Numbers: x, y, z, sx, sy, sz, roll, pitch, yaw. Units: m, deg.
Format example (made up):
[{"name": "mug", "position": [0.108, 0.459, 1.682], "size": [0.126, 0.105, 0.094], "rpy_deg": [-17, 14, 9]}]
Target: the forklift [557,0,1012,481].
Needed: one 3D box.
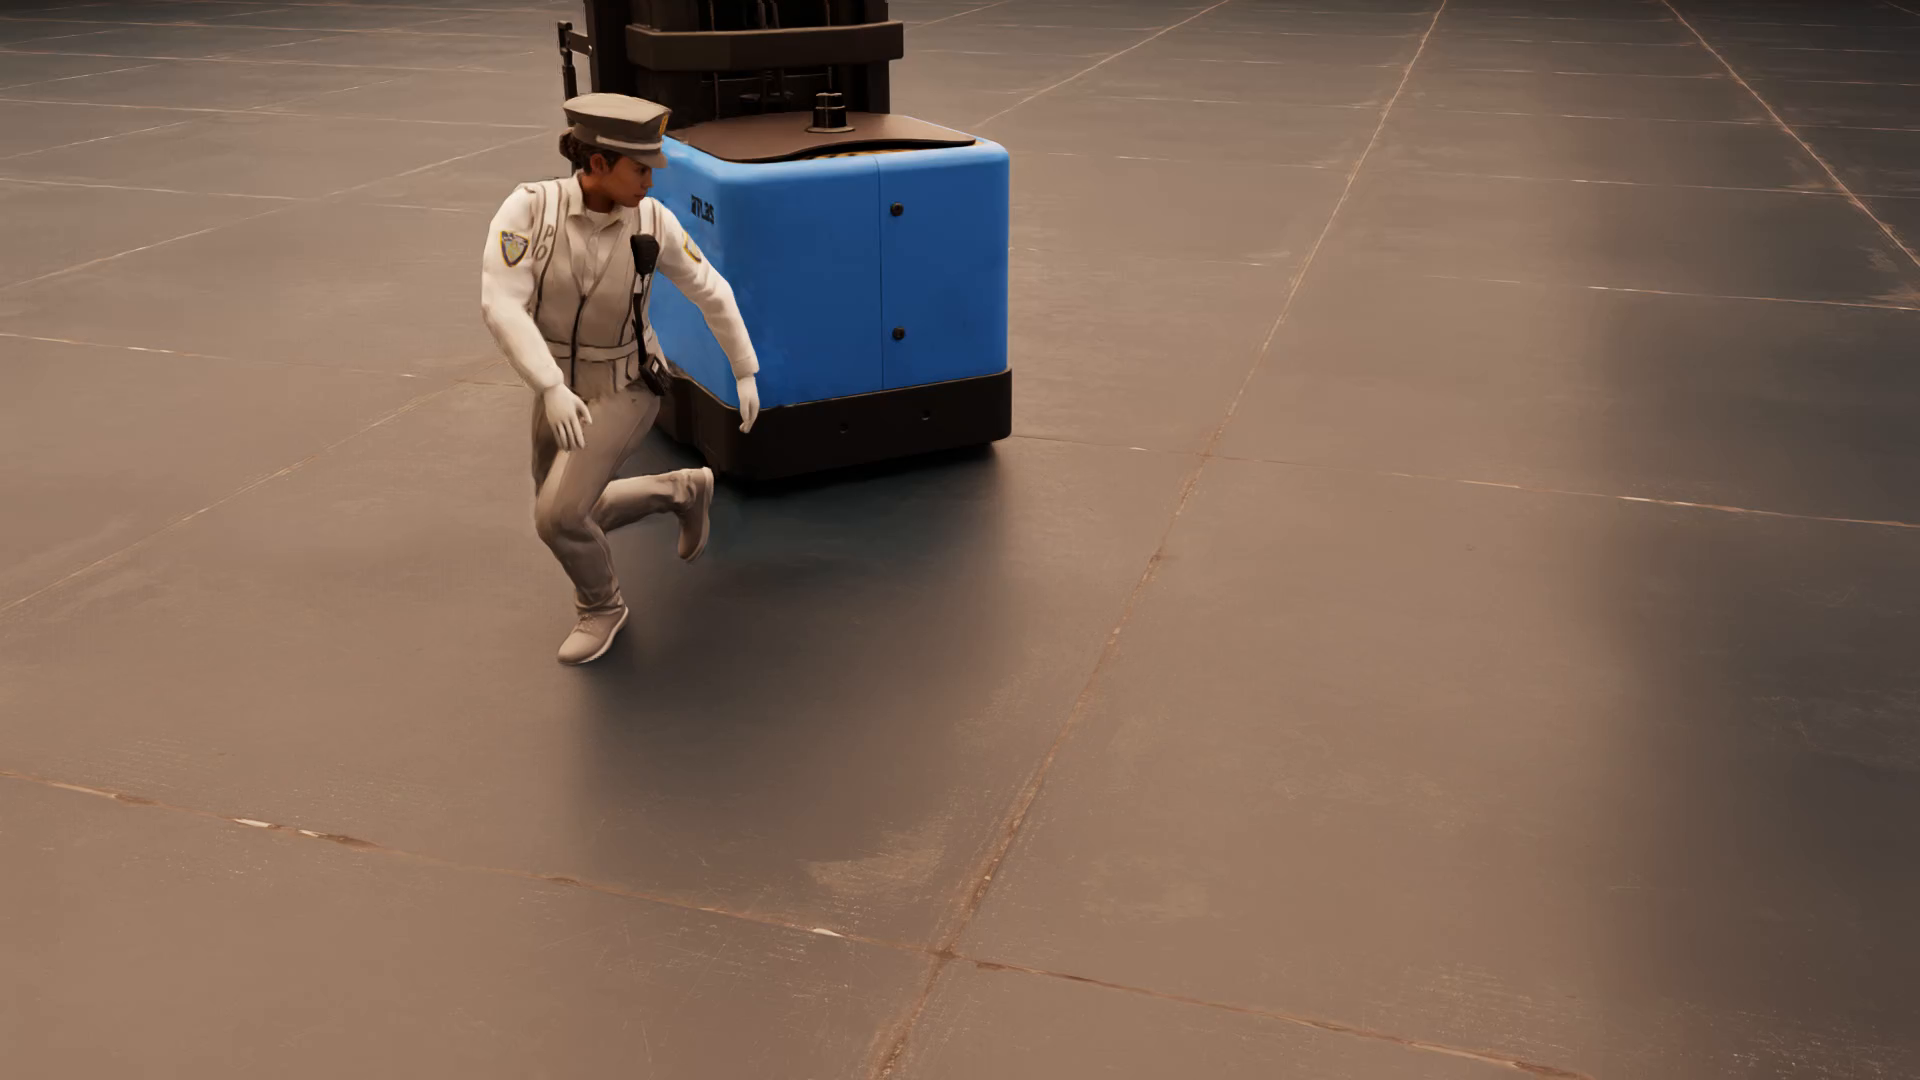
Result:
[{"name": "forklift", "position": [-0.946, -2.070, 6.293], "size": [1.130, 2.935, 3.031], "rpy_deg": [-11, 25, -25]}]

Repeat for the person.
[{"name": "person", "position": [-0.859, -0.426, 4.314], "size": [0.564, 1.449, 0.844], "rpy_deg": [6, 23, 13]}]
